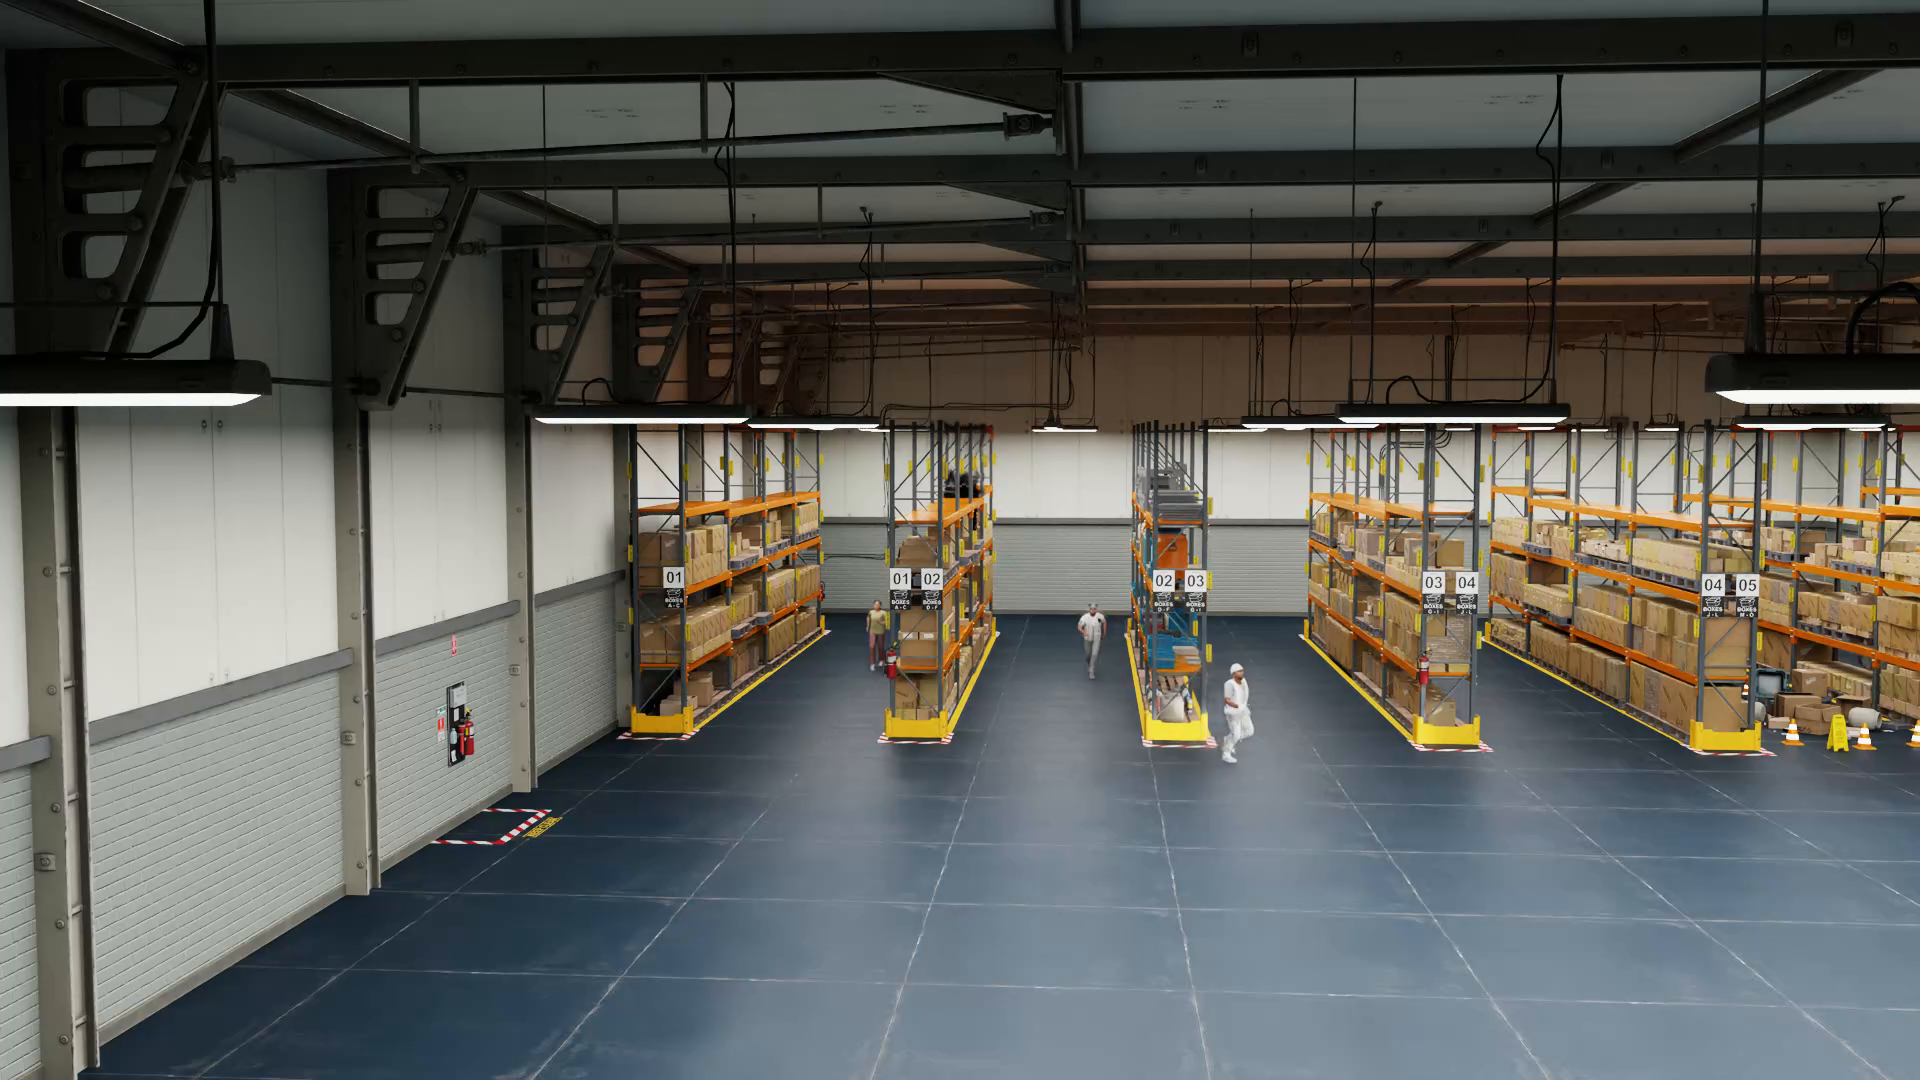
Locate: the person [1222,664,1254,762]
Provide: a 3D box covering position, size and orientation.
[{"bbox_3d":[4.873,3.018,29.049,0.656,1.735,0.723,3,5,44],"label":"person"}]

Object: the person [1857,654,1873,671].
[{"bbox_3d":[21.472,2.420,39.365,0.596,1.649,0.644,0,4,5],"label":"person"}]

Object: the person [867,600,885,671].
[{"bbox_3d":[-2.015,2.294,40.540,0.564,1.682,0.907,0,4,5],"label":"person"}]

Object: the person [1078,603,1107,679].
[{"bbox_3d":[3.137,2.355,39.437,0.686,1.779,0.985,0,4,2],"label":"person"}]
